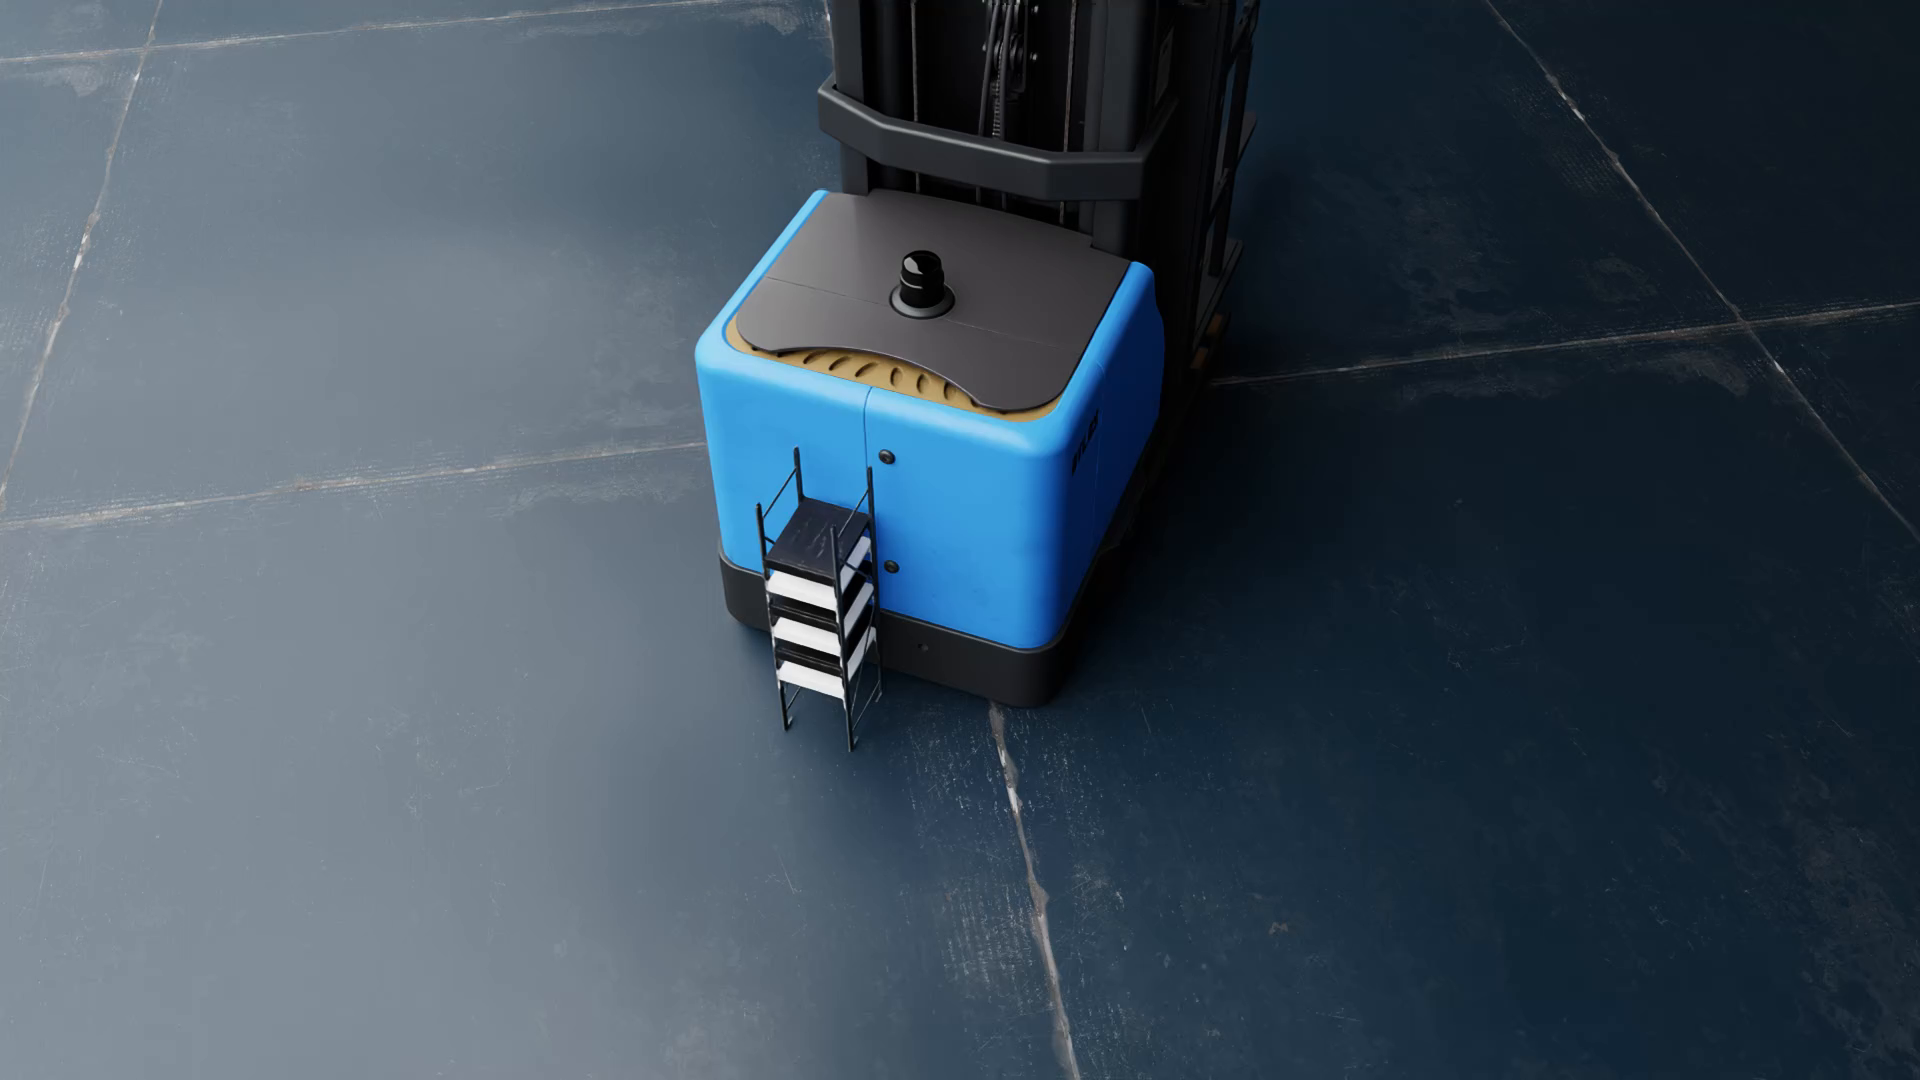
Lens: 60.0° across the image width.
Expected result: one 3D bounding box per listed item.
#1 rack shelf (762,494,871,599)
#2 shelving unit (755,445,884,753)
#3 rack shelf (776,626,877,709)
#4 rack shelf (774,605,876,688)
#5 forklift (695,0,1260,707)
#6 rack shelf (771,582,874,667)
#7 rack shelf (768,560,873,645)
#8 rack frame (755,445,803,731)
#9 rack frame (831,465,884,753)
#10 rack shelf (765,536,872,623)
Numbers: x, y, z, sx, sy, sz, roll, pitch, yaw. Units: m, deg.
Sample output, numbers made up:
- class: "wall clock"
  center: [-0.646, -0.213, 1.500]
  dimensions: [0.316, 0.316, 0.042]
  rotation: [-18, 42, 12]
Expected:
- class: "rack shelf"
  center: [-0.362, 0.014, 4.282]
  dimensions: [0.200, 0.077, 0.258]
  rotation: [16, 48, 15]
- class: "shelving unit"
  center: [-0.362, 0.178, 4.453]
  dimensions: [0.210, 0.900, 0.258]
  rotation: [16, 48, 15]
- class: "rack shelf"
  center: [-0.361, 0.326, 4.607]
  dimensions: [0.200, 0.077, 0.258]
  rotation: [16, 48, 15]
- class: "rack shelf"
  center: [-0.362, 0.264, 4.542]
  dimensions: [0.200, 0.077, 0.258]
  rotation: [16, 48, 15]
- class: "forklift"
  center: [0.307, -1.624, 4.780]
  dimensions: [1.130, 2.935, 3.031]
  rotation: [16, 48, 15]
- class: "rack shelf"
  center: [-0.362, 0.201, 4.477]
  dimensions: [0.200, 0.077, 0.258]
  rotation: [16, 48, 15]
- class: "rack shelf"
  center: [-0.362, 0.139, 4.412]
  dimensions: [0.200, 0.077, 0.258]
  rotation: [16, 48, 15]
- class: "rack frame"
  center: [-0.456, 0.152, 4.478]
  dimensions: [0.006, 0.900, 0.240]
  rotation: [16, 48, 15]
- class: "rack frame"
  center: [-0.267, 0.205, 4.427]
  dimensions: [0.006, 0.900, 0.240]
  rotation: [16, 48, 15]
- class: "rack shelf"
  center: [-0.362, 0.077, 4.347]
  dimensions: [0.200, 0.077, 0.258]
  rotation: [16, 48, 15]
